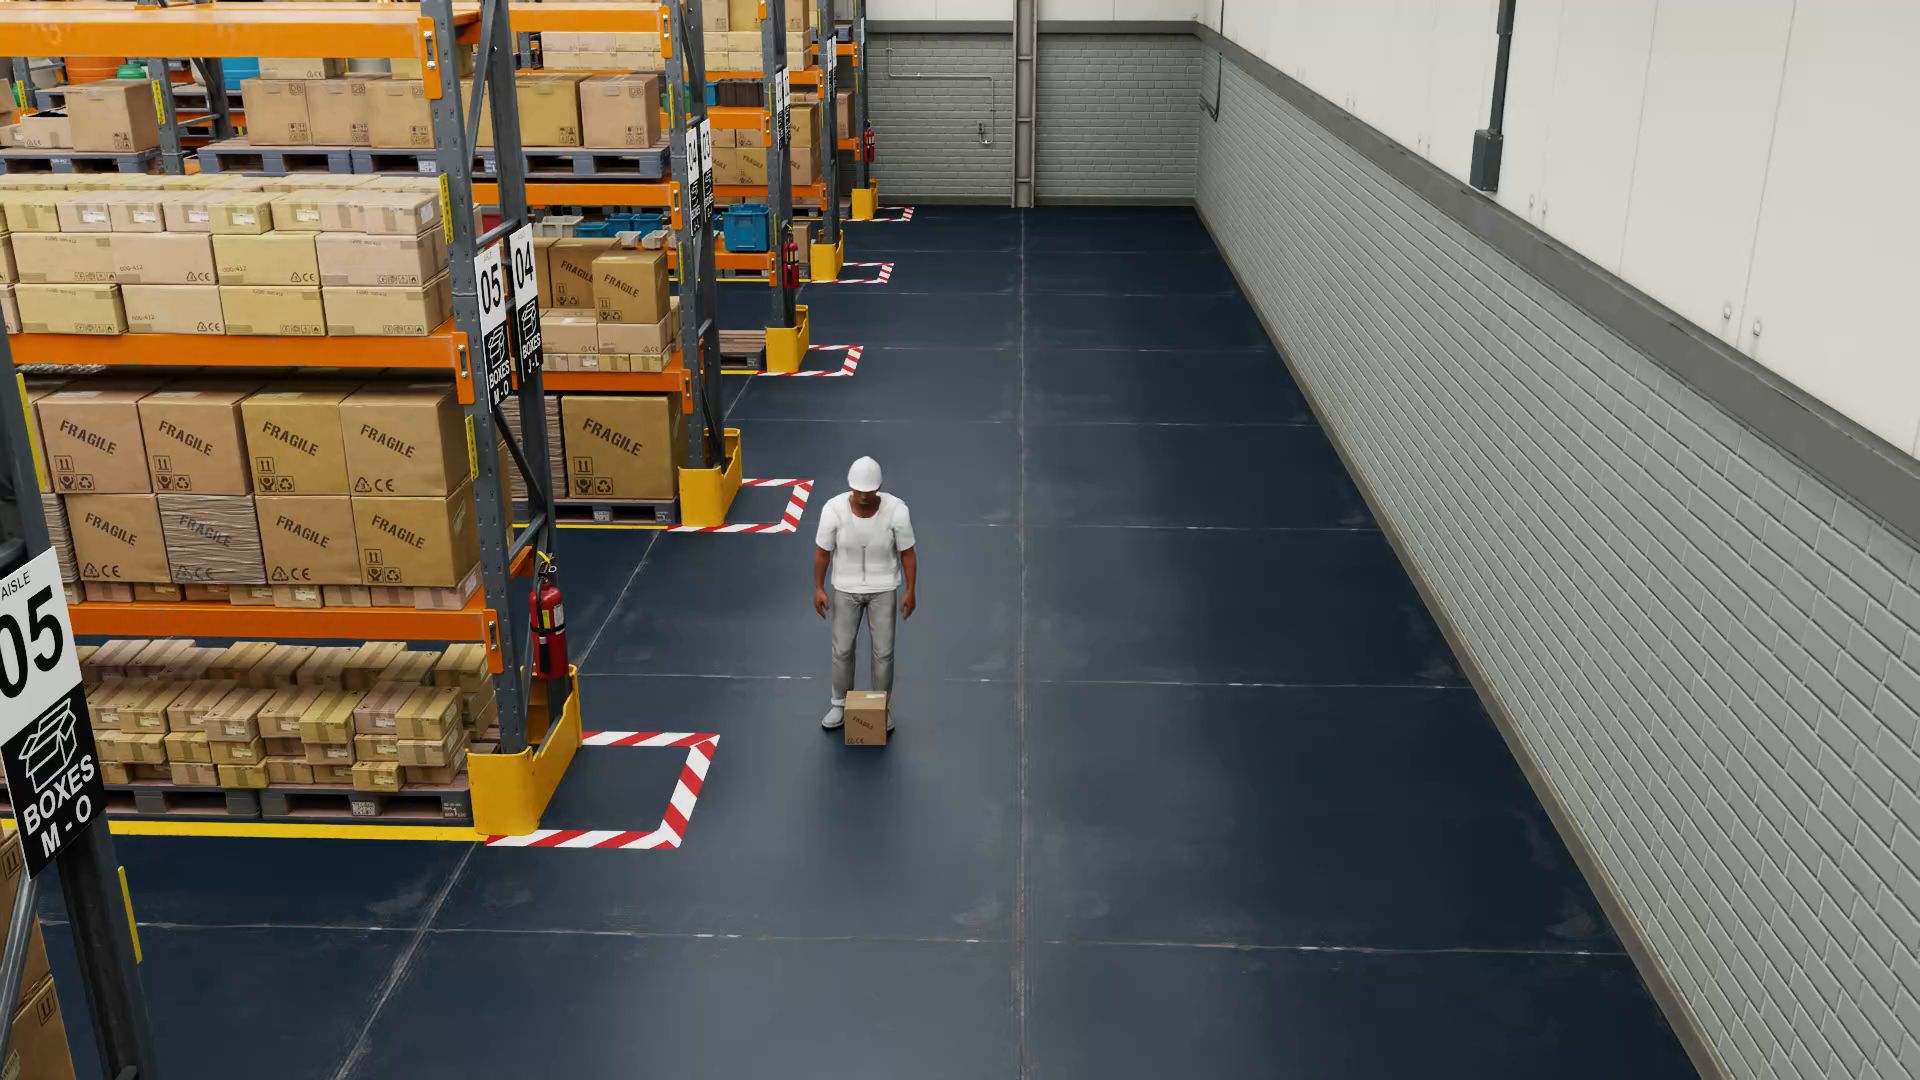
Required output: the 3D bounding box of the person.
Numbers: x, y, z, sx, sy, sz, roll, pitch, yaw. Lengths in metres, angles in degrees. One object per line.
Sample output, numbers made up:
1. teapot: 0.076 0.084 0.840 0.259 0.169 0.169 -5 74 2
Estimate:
1. person: -0.583 0.315 10.218 0.629 1.761 0.462 0 21 1
